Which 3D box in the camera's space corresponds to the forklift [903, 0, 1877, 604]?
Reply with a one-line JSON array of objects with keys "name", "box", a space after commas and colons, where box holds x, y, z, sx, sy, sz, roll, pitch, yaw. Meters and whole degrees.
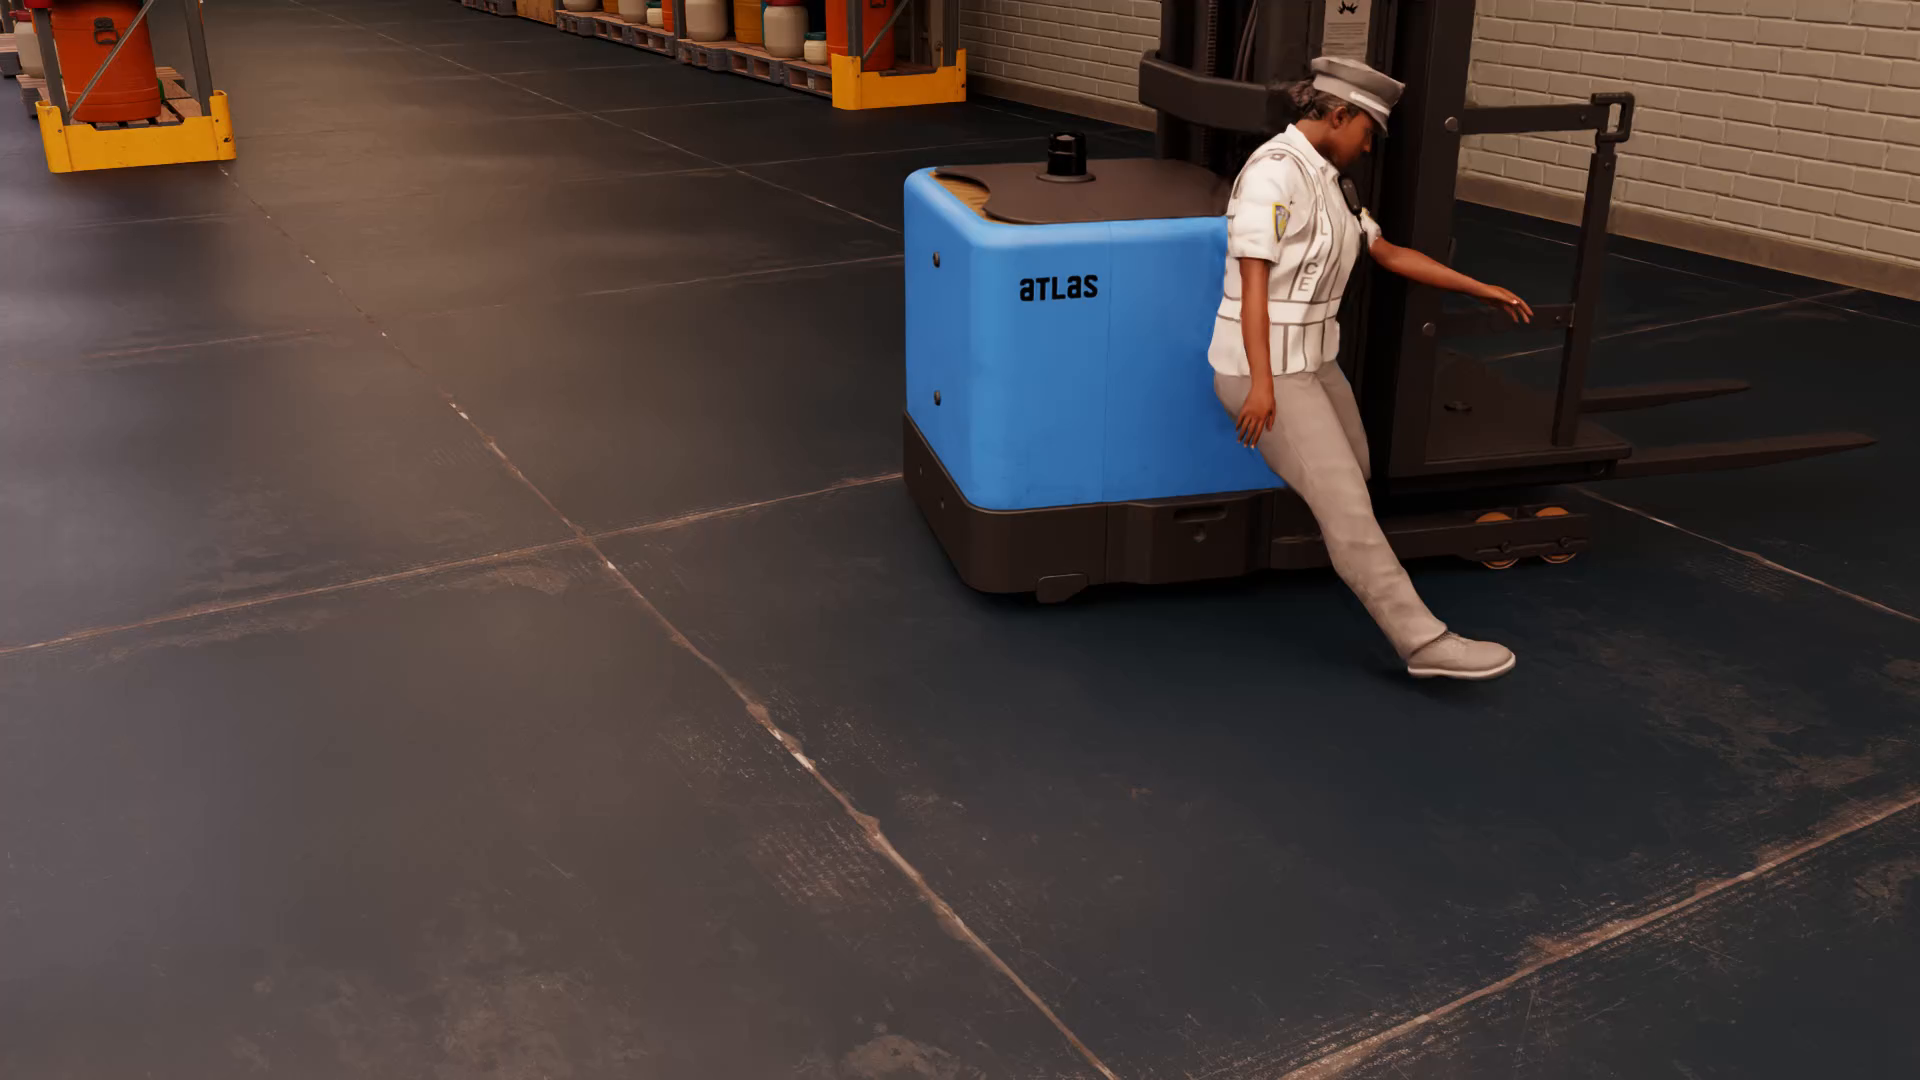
[{"name": "forklift", "box": [1.389, -1.459, 4.828, 3.031, 2.935, 1.130, -5, 23, -12]}]

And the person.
[{"name": "person", "box": [1.026, -0.453, 4.222, 1.042, 1.467, 0.827, 13, 26, 30]}]
